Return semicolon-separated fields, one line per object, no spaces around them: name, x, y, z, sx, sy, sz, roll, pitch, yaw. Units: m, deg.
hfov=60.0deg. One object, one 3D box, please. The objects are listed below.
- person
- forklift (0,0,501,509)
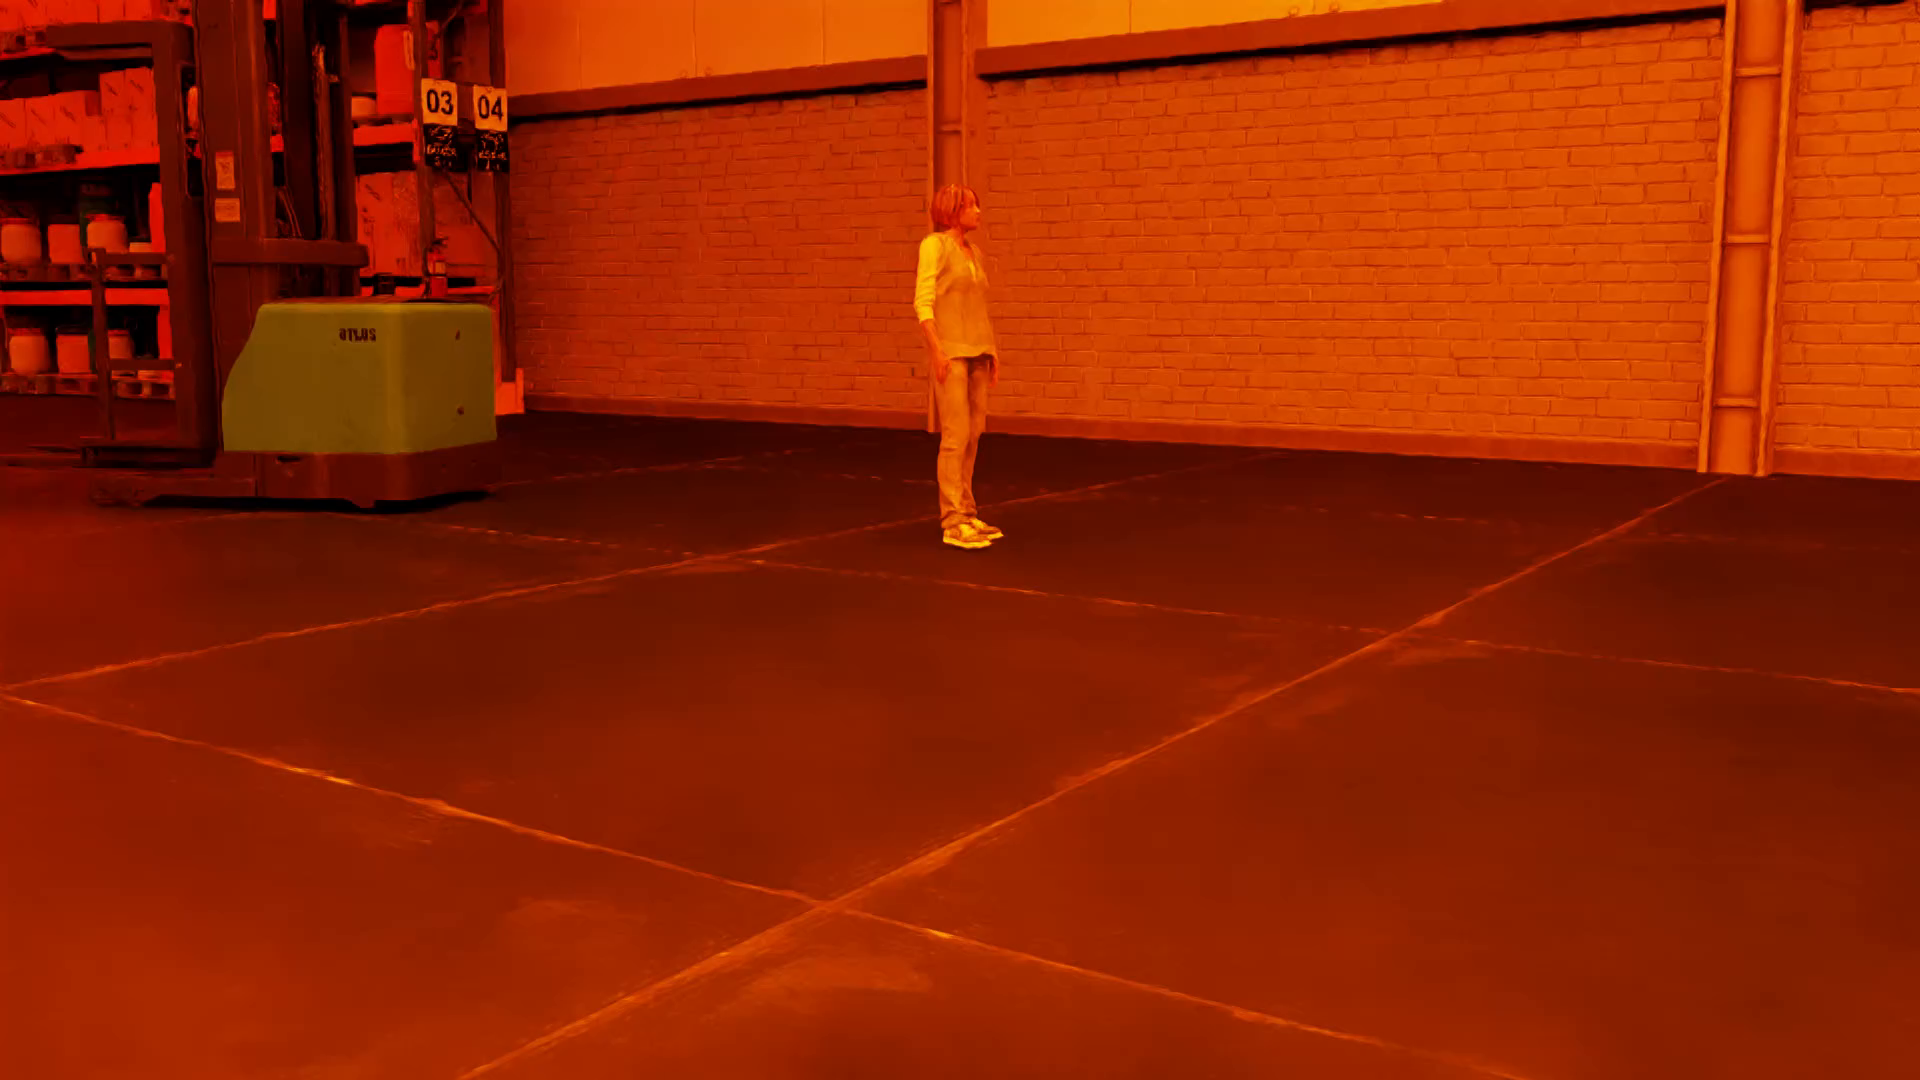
person;0.054;-0.790;7.438;0.474;1.597;0.521;5;10;34
forklift;-4.171;-1.699;9.141;3.031;2.935;1.130;2;8;14
